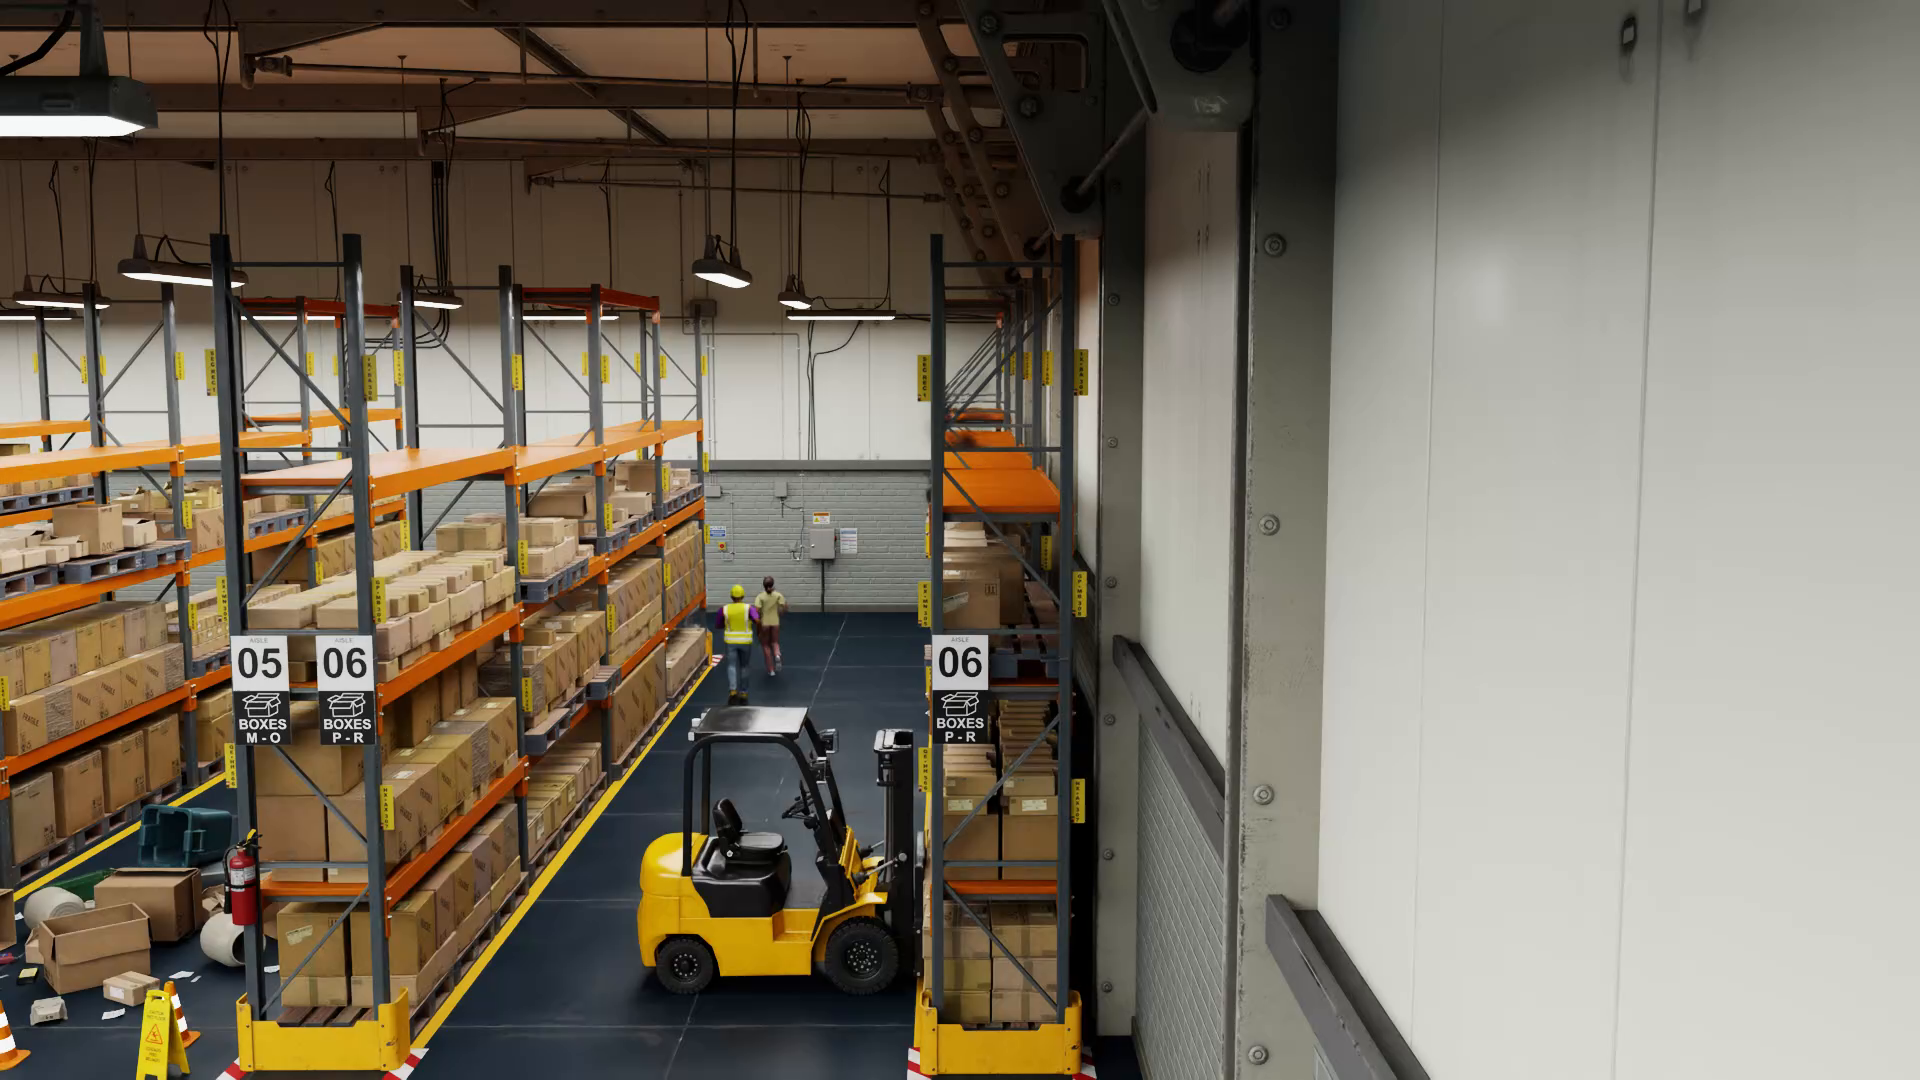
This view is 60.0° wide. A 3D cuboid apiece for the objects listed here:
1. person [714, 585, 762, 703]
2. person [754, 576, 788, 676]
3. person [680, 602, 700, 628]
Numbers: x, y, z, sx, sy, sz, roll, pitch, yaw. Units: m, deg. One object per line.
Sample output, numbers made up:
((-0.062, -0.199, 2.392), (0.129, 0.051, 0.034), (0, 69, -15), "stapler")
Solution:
((-3.291, 1.535, 24.698), (0.700, 1.754, 0.989), (-1, 6, -7), "person")
((-3.081, 1.386, 26.915), (0.563, 1.624, 0.533), (-2, 7, -20), "person")
((-4.777, 1.171, 29.273), (0.503, 1.538, 0.587), (1, 6, 11), "person")
